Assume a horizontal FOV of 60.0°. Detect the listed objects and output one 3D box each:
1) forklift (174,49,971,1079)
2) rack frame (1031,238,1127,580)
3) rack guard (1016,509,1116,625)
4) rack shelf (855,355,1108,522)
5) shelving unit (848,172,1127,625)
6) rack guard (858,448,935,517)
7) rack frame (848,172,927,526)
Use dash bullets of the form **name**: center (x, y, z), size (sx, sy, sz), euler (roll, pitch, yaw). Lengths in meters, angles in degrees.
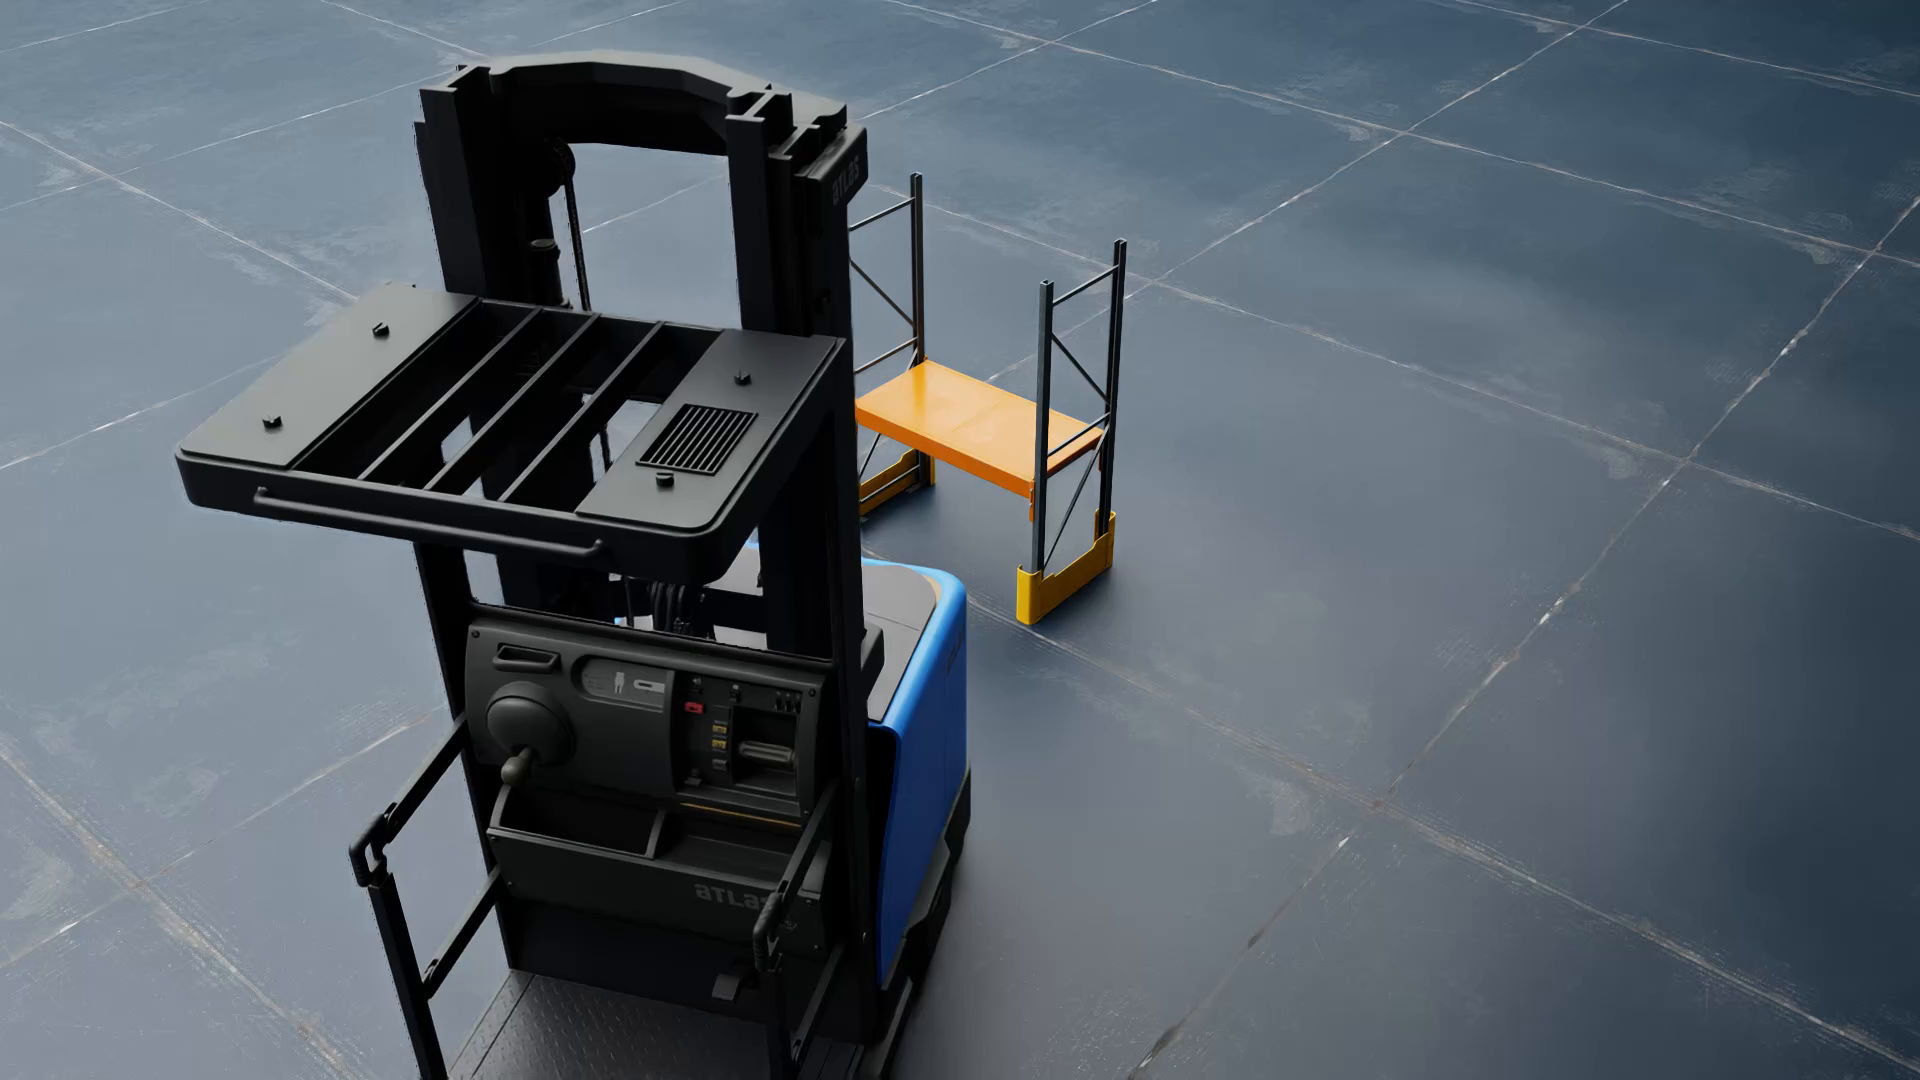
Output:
- **forklift**: center (-0.836, 0.514, 3.912), size (1.130, 2.935, 3.031), euler (9, 35, 12)
- **rack frame**: center (0.456, -0.403, 6.512), size (0.032, 1.500, 0.500), euler (25, 42, 32)
- **rack guard**: center (0.441, 0.105, 6.876), size (0.087, 0.250, 0.587), euler (25, 42, 32)
- **rack shelf**: center (0.066, -0.439, 6.882), size (1.000, 0.185, 0.538), euler (25, 42, 32)
- **shelving unit**: center (0.059, -0.591, 6.785), size (1.083, 1.500, 0.587), euler (25, 42, 32)
- **rack guard**: center (-0.324, -0.256, 7.402), size (0.087, 0.250, 0.587), euler (25, 42, 32)
- **rack frame**: center (-0.325, -0.771, 7.049), size (0.032, 1.500, 0.500), euler (25, 42, 32)
